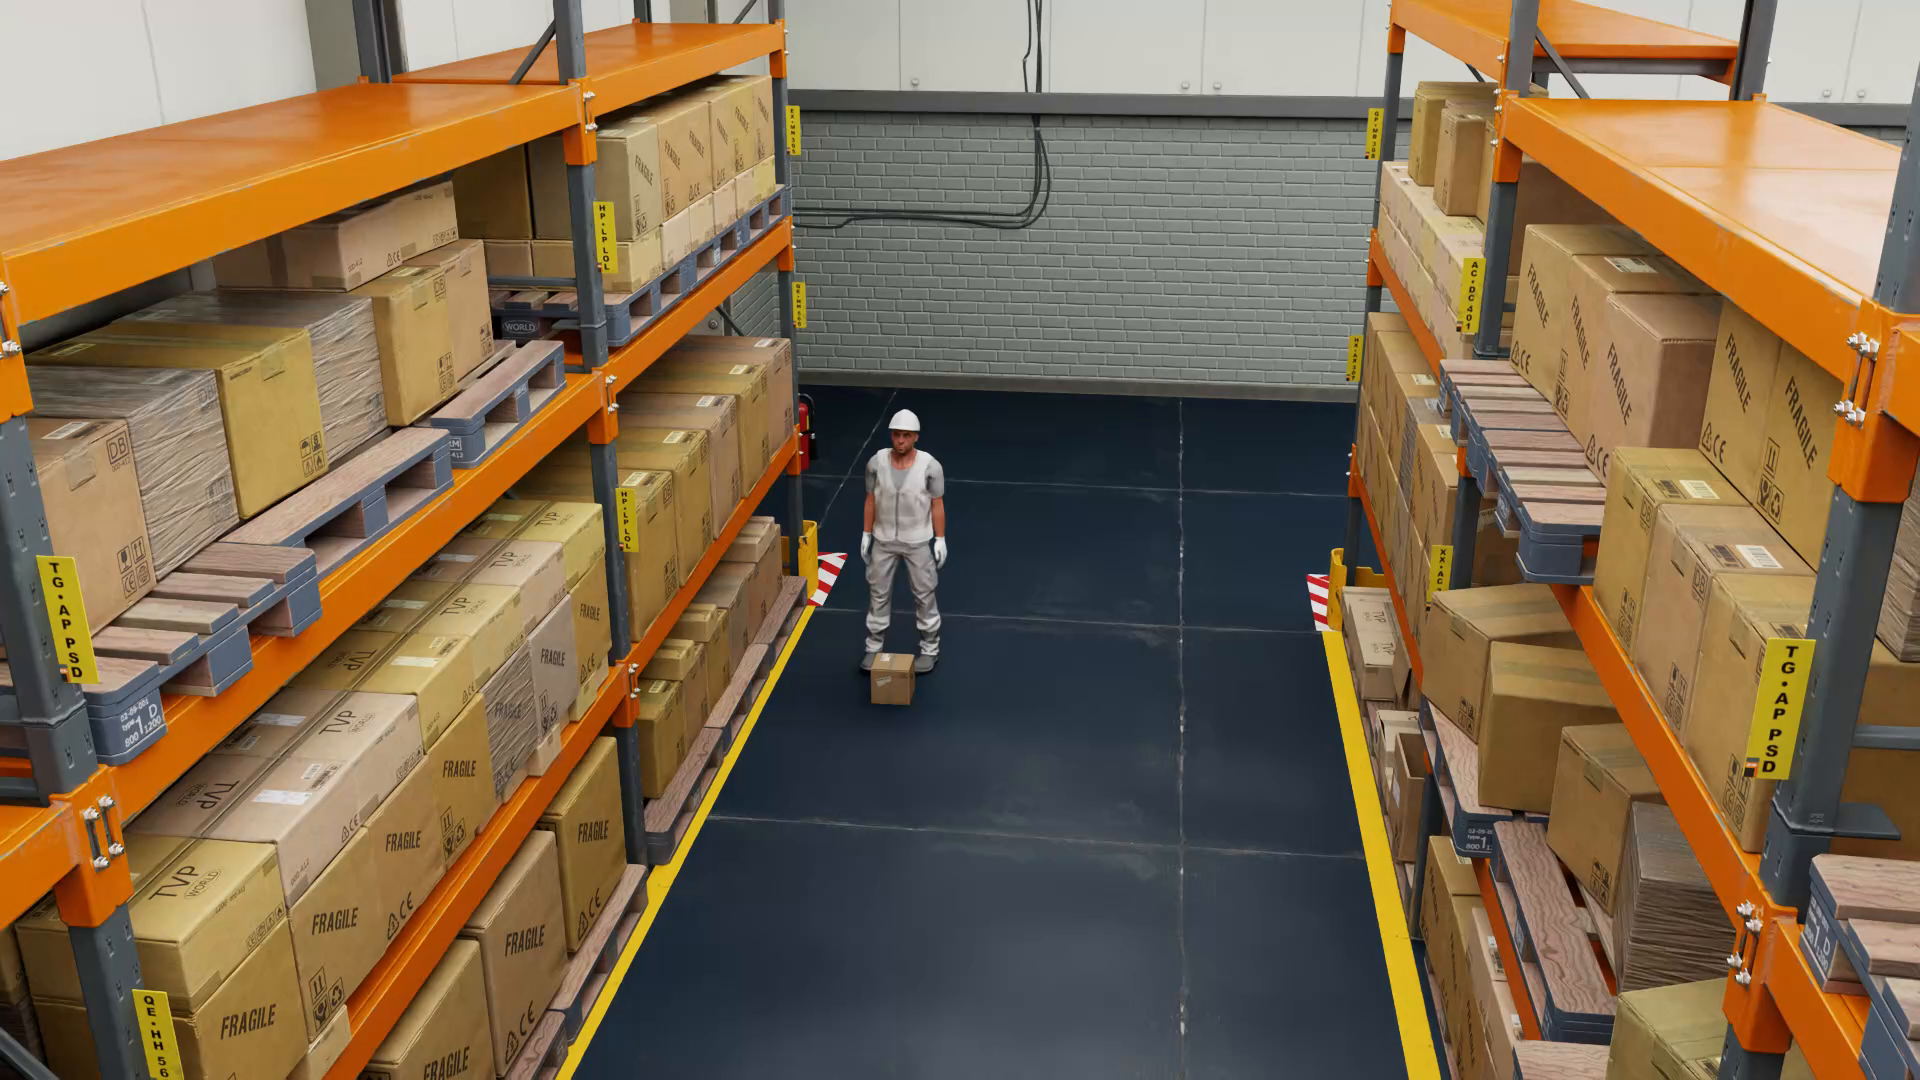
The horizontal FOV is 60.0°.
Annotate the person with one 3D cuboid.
[{"bbox_3d":[-0.376,0.019,10.983,0.570,1.792,0.405,4,21,11],"label":"person"}]
